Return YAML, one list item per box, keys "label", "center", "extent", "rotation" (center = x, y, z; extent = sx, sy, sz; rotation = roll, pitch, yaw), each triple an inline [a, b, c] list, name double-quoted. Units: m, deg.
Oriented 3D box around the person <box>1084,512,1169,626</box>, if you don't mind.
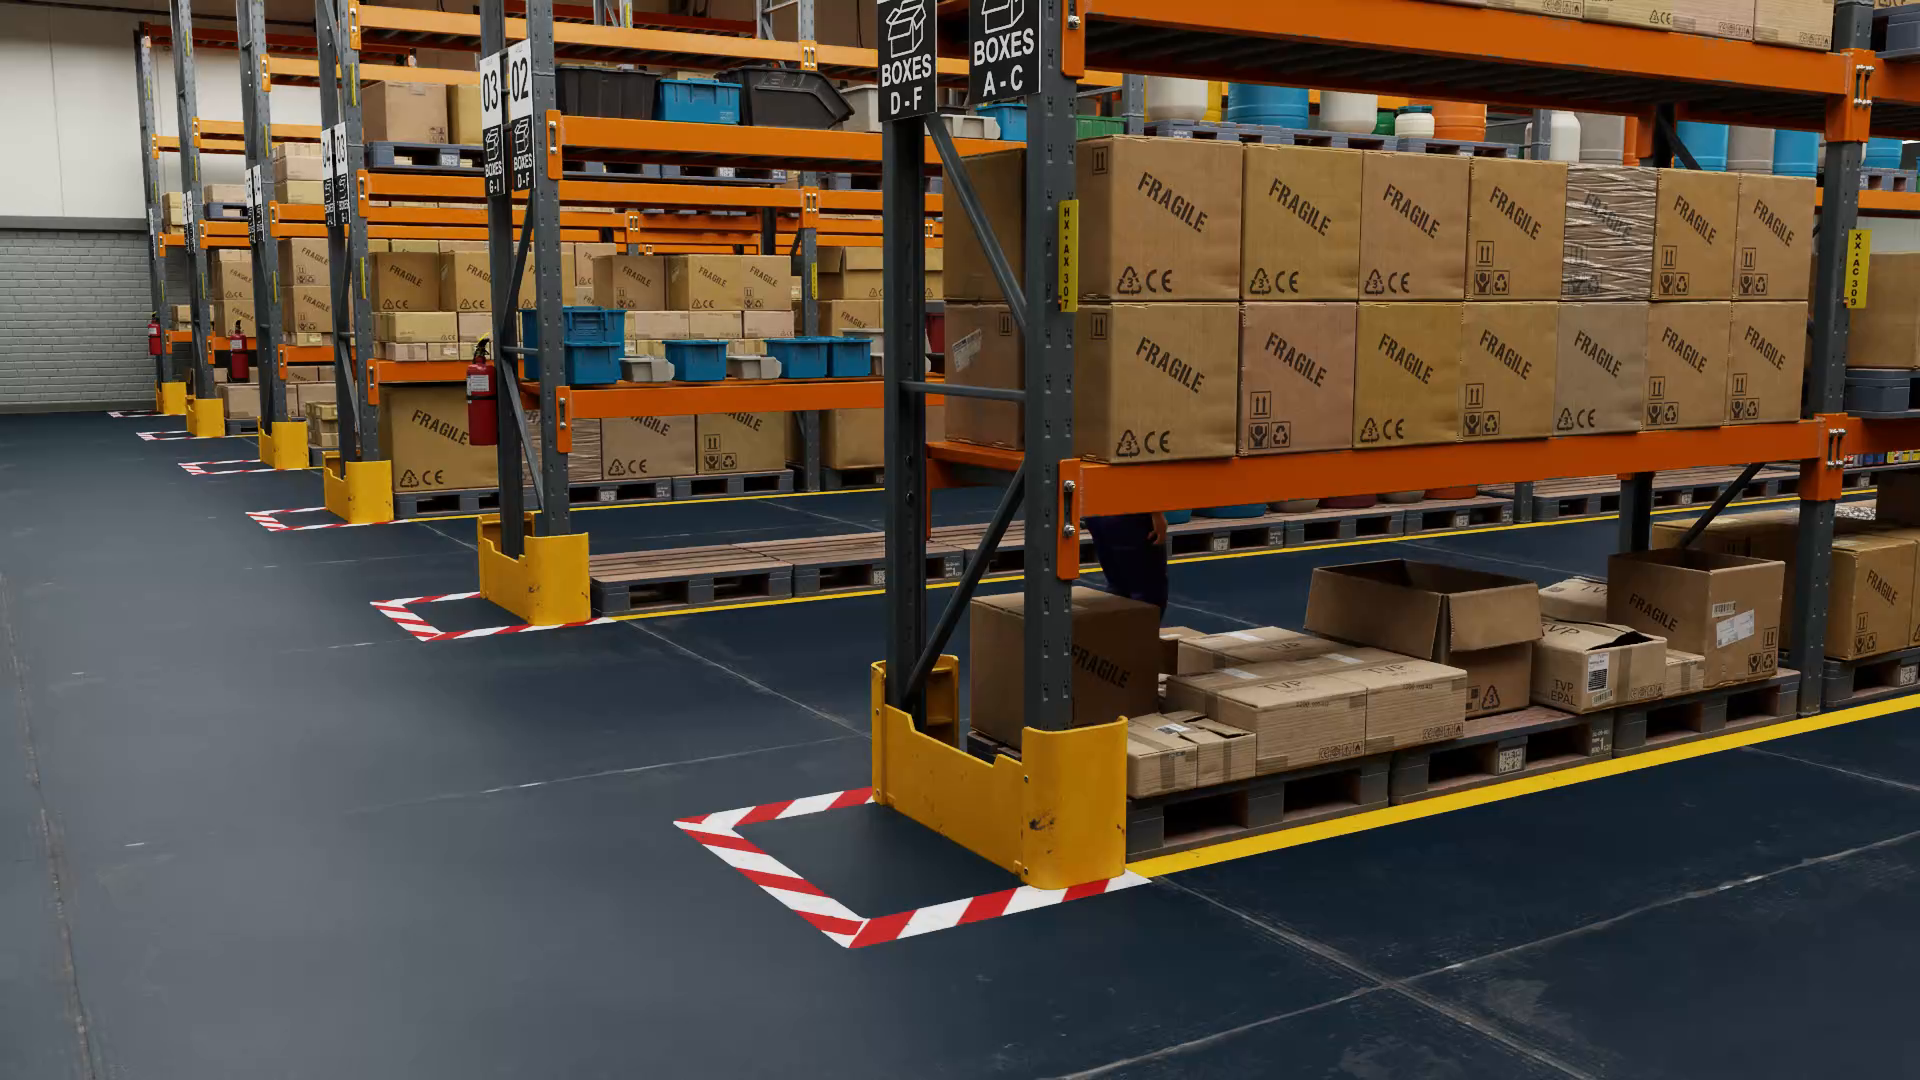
- label: "person"
  center: [0.788, -0.119, 7.672]
  extent: [0.371, 1.652, 0.538]
  rotation: [-3, 9, -18]
